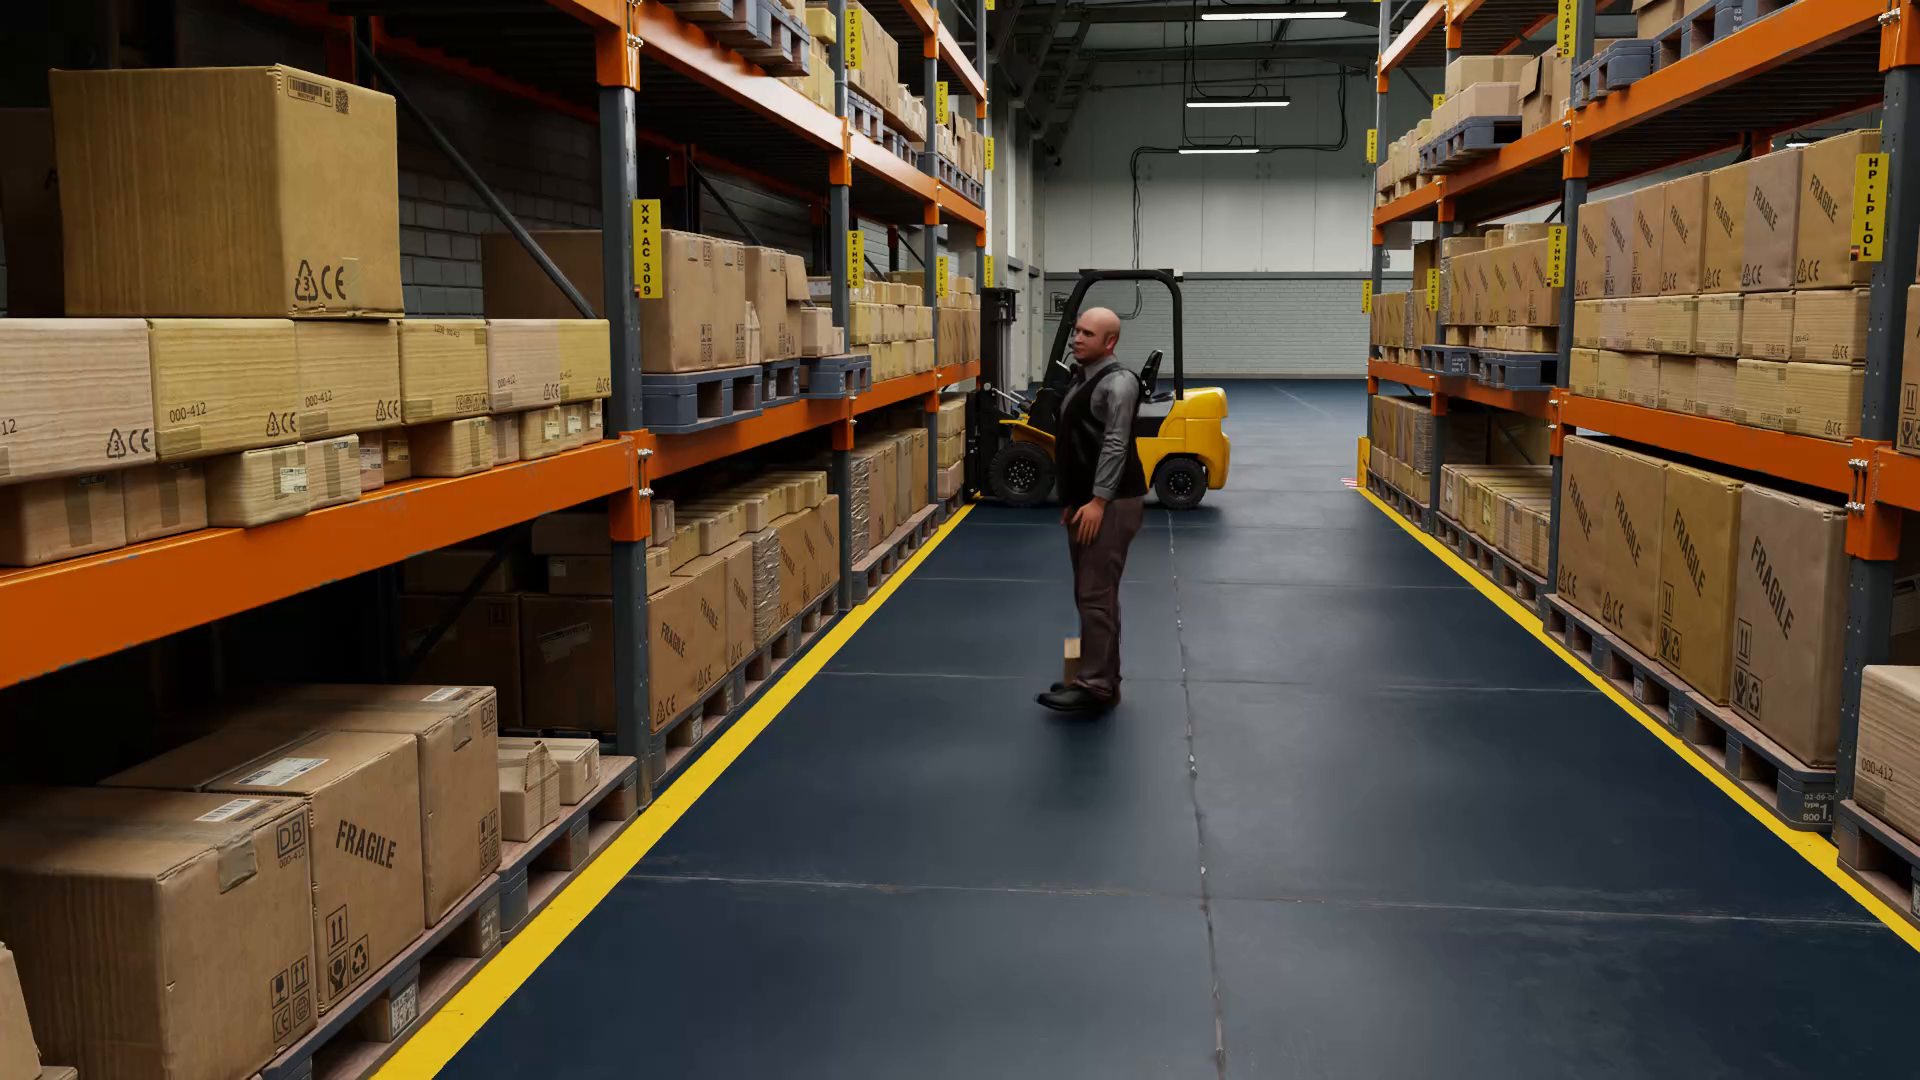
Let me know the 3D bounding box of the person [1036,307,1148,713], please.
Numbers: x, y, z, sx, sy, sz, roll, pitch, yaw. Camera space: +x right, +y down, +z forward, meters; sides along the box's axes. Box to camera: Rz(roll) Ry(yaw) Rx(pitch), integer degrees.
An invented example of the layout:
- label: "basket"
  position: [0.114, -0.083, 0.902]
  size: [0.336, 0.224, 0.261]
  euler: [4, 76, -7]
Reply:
- label: "person"
  position: [0.532, -0.129, 7.158]
  size: [0.483, 1.732, 0.564]
  euler: [-2, 8, -15]
